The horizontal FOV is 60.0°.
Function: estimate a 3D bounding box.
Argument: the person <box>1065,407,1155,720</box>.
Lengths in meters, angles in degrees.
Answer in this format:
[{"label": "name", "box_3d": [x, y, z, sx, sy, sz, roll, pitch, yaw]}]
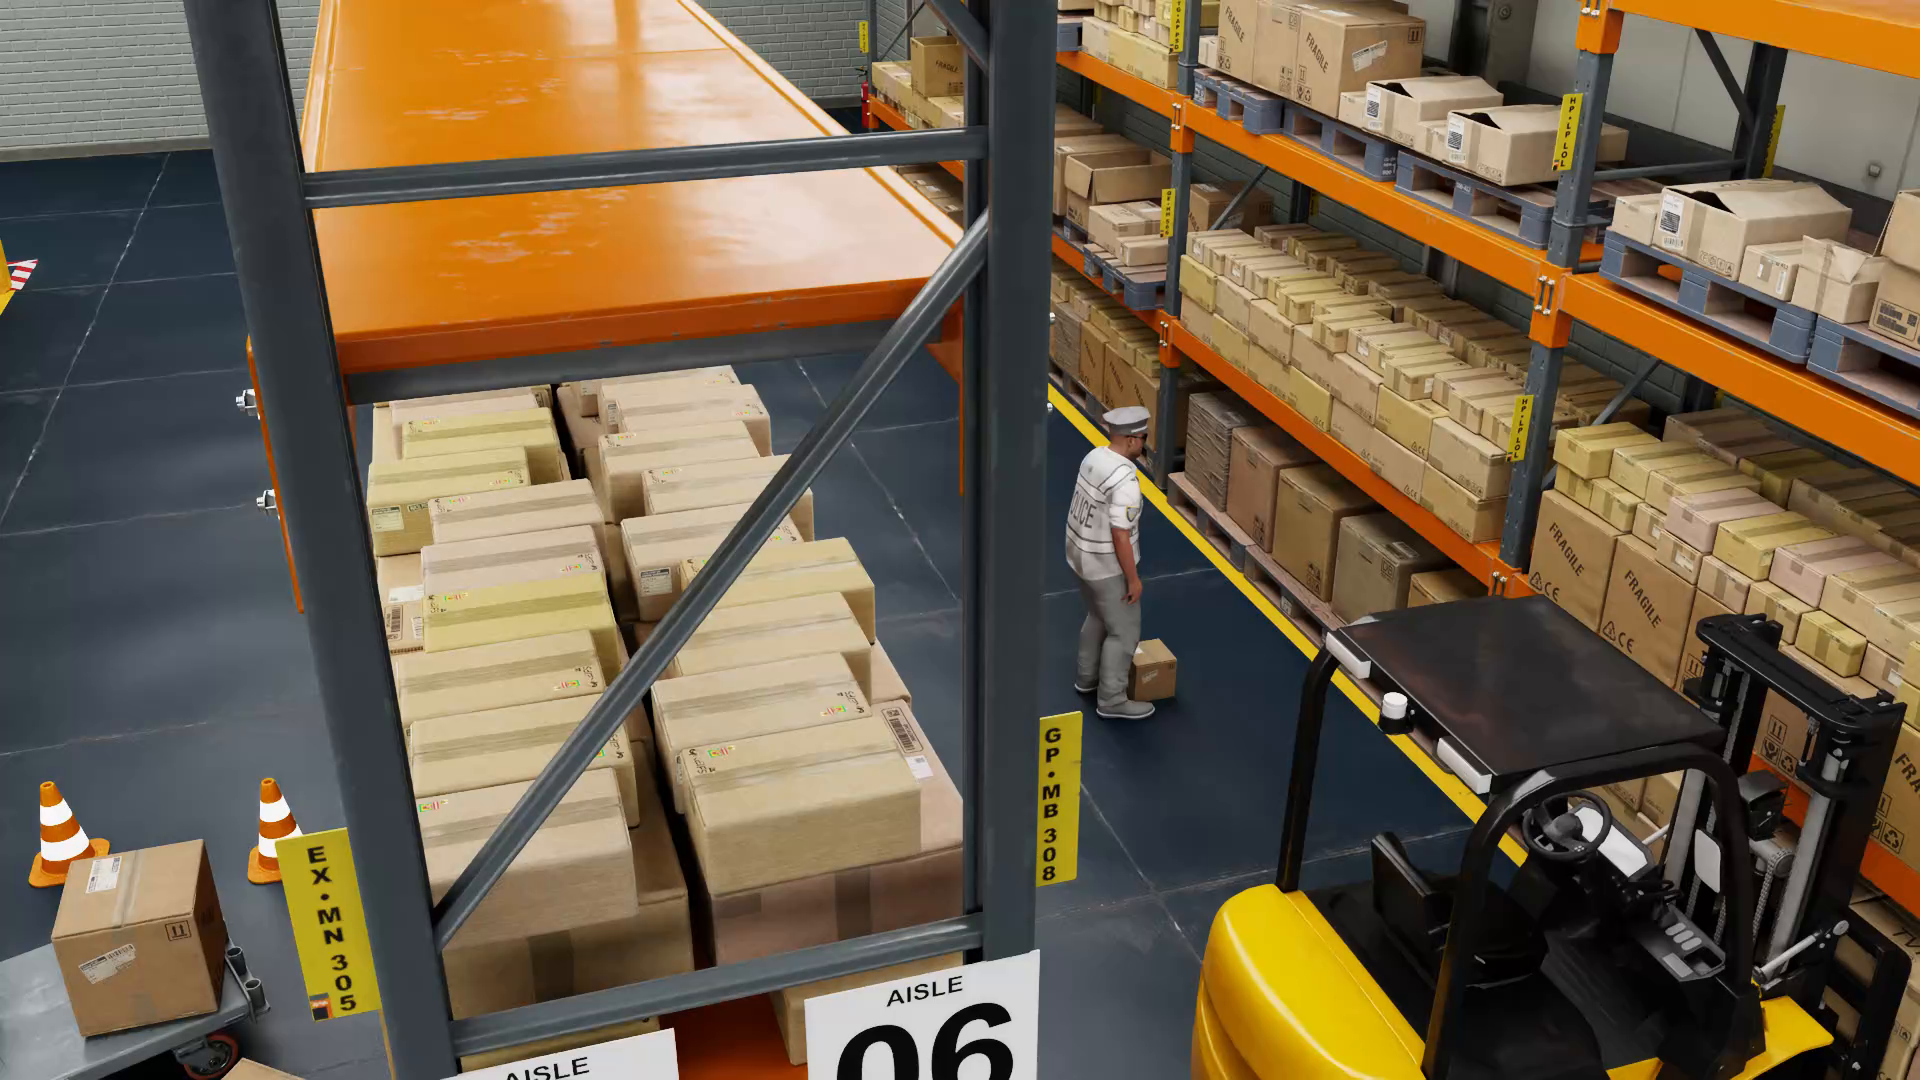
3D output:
[{"label": "person", "box_3d": [0.813, 0.120, 9.111, 0.437, 1.747, 0.584, -8, 27, -17]}]
